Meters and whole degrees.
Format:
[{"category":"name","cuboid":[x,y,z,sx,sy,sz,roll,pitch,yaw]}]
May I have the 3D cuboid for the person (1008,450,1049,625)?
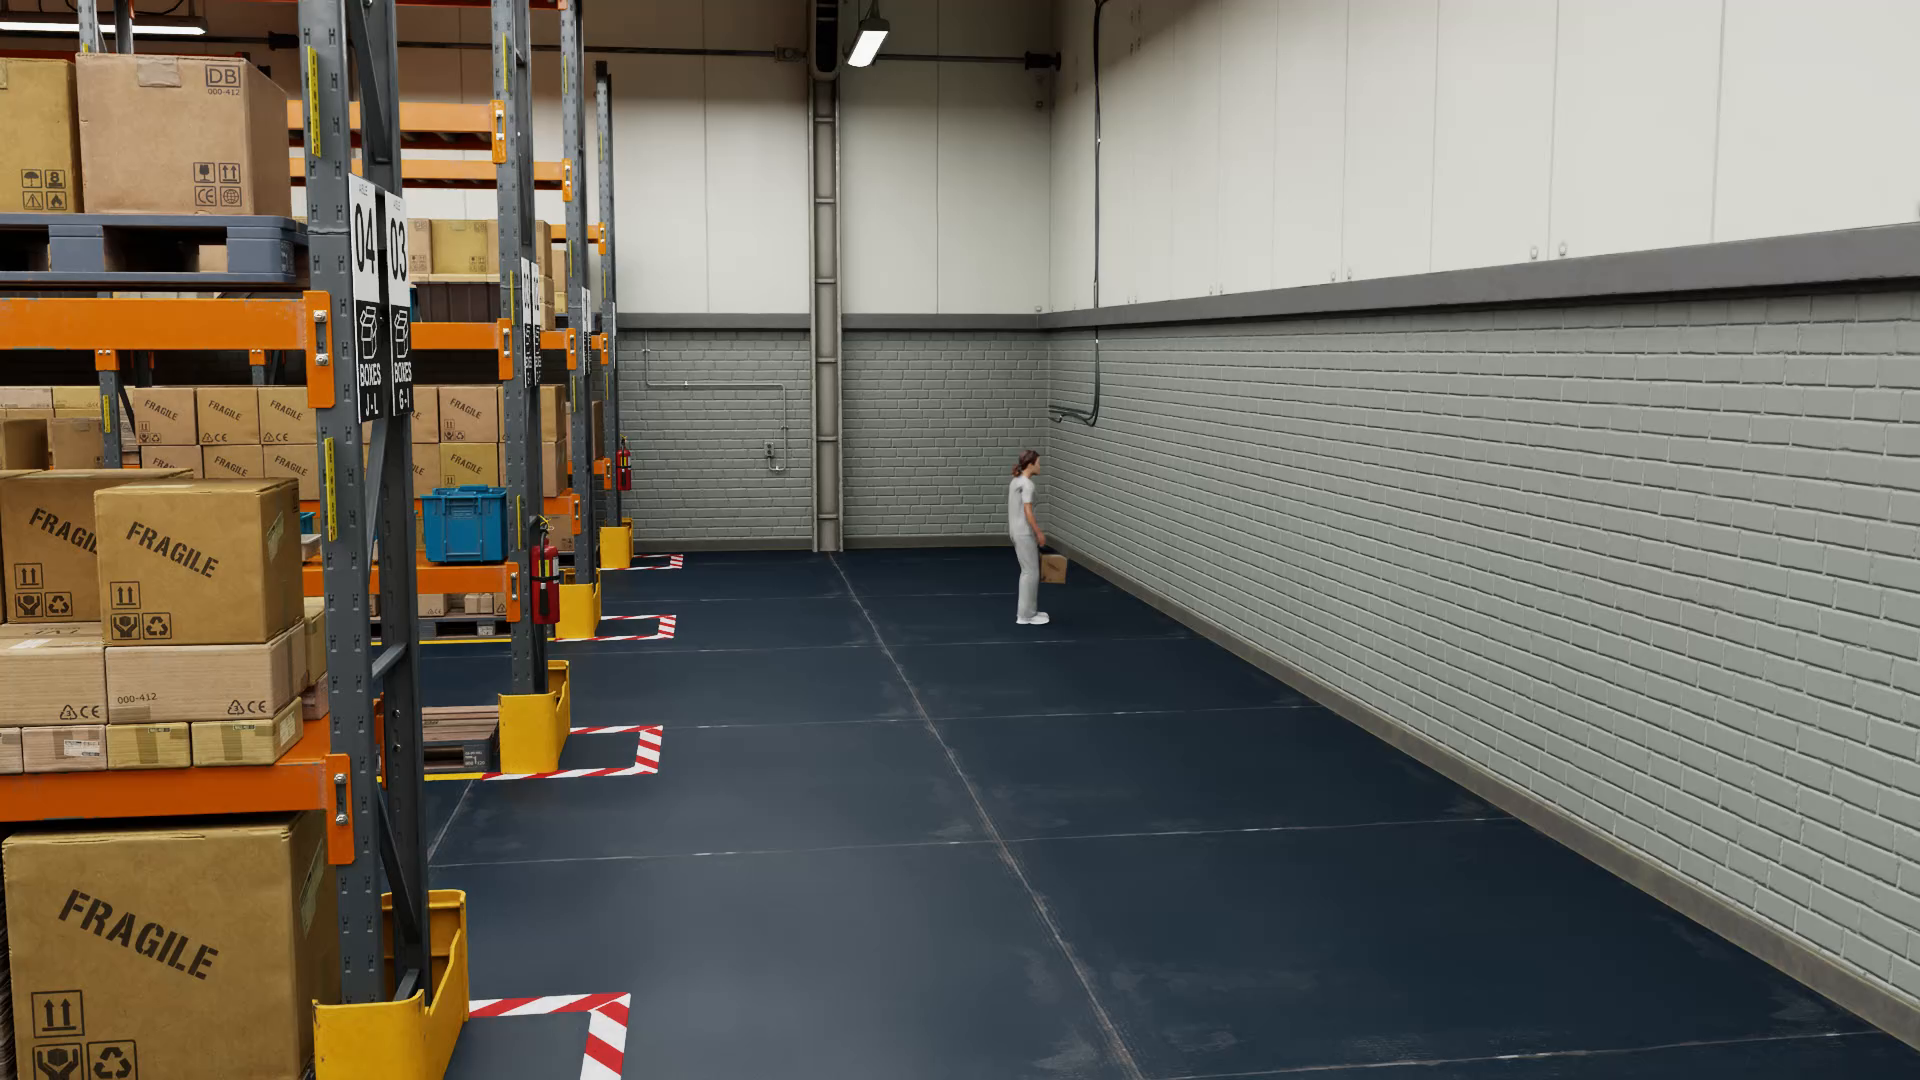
[{"category":"person","cuboid":[0.679,-0.029,16.127,0.415,1.656,0.475,-1,7,-10]}]
